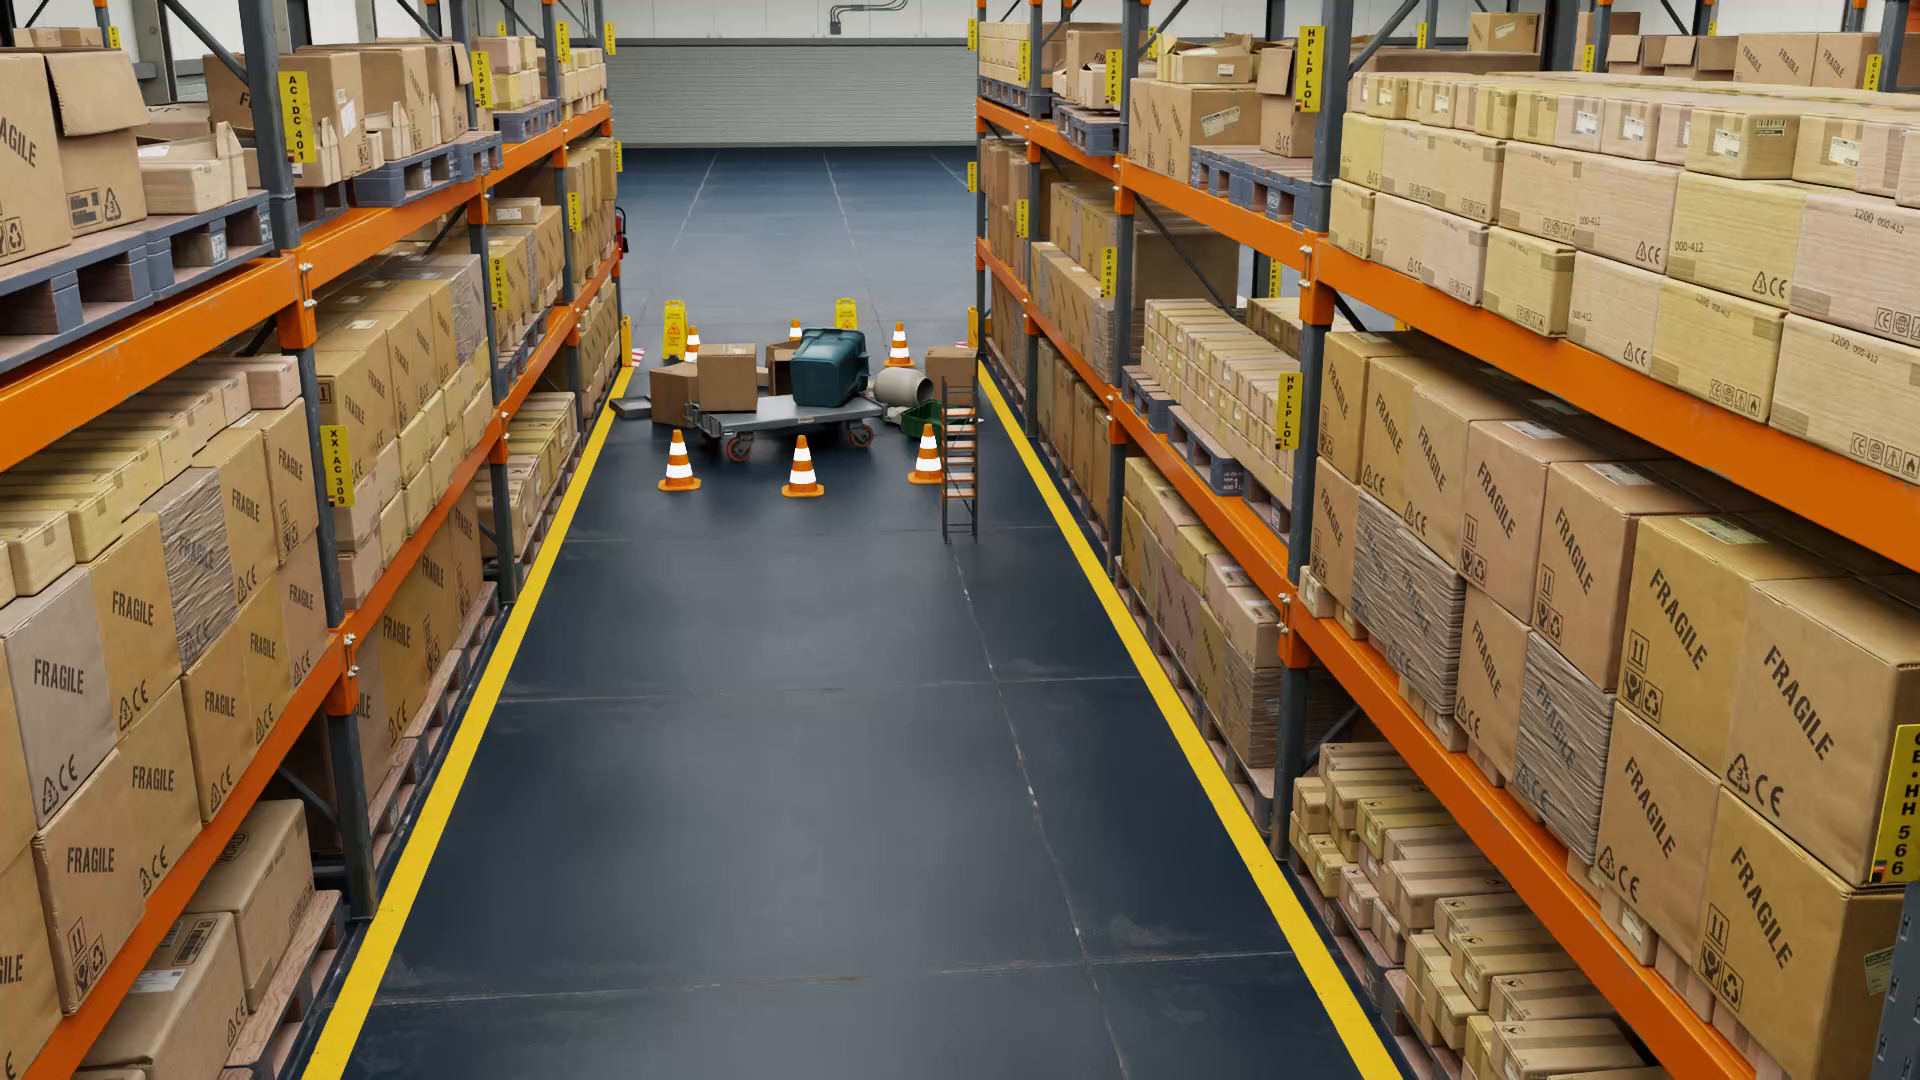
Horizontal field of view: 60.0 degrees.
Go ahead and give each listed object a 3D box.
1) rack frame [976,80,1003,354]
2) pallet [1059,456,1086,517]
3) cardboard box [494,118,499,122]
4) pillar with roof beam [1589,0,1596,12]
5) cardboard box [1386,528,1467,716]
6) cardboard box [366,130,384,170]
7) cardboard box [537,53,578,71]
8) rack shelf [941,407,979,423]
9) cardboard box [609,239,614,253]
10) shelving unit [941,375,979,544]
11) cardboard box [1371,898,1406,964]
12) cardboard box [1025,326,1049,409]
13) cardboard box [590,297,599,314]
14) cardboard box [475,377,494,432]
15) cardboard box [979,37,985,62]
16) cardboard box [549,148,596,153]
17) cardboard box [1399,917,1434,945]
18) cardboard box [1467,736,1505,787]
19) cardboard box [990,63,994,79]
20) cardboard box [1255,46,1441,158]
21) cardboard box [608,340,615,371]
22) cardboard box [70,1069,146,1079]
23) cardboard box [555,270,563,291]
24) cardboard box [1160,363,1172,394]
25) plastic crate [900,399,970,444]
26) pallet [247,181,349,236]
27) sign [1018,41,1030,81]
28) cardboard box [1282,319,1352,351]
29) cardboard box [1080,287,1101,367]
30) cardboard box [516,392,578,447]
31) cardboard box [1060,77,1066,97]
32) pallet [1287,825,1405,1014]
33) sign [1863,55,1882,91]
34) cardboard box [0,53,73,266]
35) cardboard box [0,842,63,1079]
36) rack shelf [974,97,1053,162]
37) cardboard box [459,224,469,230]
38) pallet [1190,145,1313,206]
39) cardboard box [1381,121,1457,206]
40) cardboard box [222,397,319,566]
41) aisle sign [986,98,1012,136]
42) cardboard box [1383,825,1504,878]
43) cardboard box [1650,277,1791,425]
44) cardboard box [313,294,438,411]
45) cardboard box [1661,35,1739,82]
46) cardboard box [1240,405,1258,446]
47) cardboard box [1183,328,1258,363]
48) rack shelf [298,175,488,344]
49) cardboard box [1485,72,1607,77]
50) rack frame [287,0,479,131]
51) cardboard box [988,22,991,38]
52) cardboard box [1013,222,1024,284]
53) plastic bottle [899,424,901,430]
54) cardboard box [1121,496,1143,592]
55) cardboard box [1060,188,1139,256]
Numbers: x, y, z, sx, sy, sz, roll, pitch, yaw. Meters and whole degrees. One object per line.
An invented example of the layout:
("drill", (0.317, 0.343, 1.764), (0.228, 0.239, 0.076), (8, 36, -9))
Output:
("rack frame", (0.688, -3.578, 18.566), (1.000, 3.000, 0.127), (-2, 18, -6))
("pallet", (1.384, -0.464, 13.302), (1.003, 0.211, 1.213), (-2, 18, -6))
("cardboard box", (-4.087, -3.677, 14.293), (0.380, 0.149, 0.250), (-2, 17, -5))
("pillar with roof beam", (13.969, -15.646, 46.989), (9.100, 9.000, 0.400), (-2, 18, -6))
("cardboard box", (1.800, 0.261, 5.673), (0.500, 0.500, 0.500), (-2, 18, -7))
("cardboard box", (-2.770, -1.728, 7.353), (0.380, 0.166, 0.250), (-3, 18, -9))
("cardboard box", (-3.595, -4.233, 14.734), (0.380, 0.149, 0.250), (-2, 18, -6))
("rack shelf", (-0.002, -0.878, 11.917), (0.258, 0.103, 0.180), (-2, 18, -6))
("cardboard box", (-3.838, -3.098, 17.457), (0.380, 0.149, 0.250), (-2, 18, -6))
("shelving unit", (-0.002, -0.577, 12.011), (0.258, 1.200, 0.189), (-2, 18, -6))
("cardboard box", (1.824, 1.501, 6.446), (0.380, 0.149, 0.250), (-2, 18, -7))
("cardboard box", (1.105, -1.762, 15.629), (0.875, 0.875, 0.875), (-2, 17, -5))
("cardboard box", (-3.644, -2.215, 15.780), (0.380, 0.149, 0.250), (-1, 17, -2))
("cardboard box", (-3.090, -0.797, 9.959), (0.500, 0.250, 0.500), (-2, 18, -8))
("cardboard box", (0.482, -5.176, 17.534), (0.500, 0.250, 0.500), (-2, 18, -6))
("cardboard box", (-3.843, -3.463, 15.868), (0.700, 0.500, 0.500), (-2, 18, -6))
("cardboard box", (1.851, 1.440, 6.143), (0.380, 0.149, 0.250), (-1, 17, -3))
("cardboard box", (1.887, 0.681, 5.420), (0.380, 0.149, 0.250), (-1, 17, -4))
("cardboard box", (0.509, -4.724, 16.761), (0.380, 0.149, 0.250), (-2, 18, -5))
("cardboard box", (1.897, -2.148, 8.129), (0.797, 0.503, 0.637), (-2, 18, -6))
("cardboard box", (-3.829, -1.896, 17.099), (0.500, 0.250, 0.500), (-2, 18, -5))
("cardboard box", (-2.846, 1.928, 4.604), (0.875, 0.438, 0.875), (-1, 17, -4))
("cardboard box", (-3.485, -2.139, 13.701), (0.380, 0.149, 0.250), (-2, 17, -5))
("cardboard box", (1.414, -0.975, 9.994), (0.380, 0.149, 0.250), (-1, 17, -3))
("plastic crate", (-0.221, -1.083, 15.219), (0.450, 0.188, 0.662), (18, 23, 19))
("pallet", (-3.131, -1.431, 7.040), (0.805, 0.209, 1.217), (-2, 18, -8))
("sign", (0.548, -4.084, 14.175), (0.100, 0.325, 0.005), (-2, 18, -6))
("cardboard box", (2.101, -1.195, 9.699), (0.380, 0.149, 0.250), (-1, 17, -4))
("cardboard box", (1.149, -1.517, 11.833), (0.500, 0.500, 0.500), (-2, 18, -6))
("cardboard box", (-3.756, -0.994, 14.020), (0.950, 0.372, 0.625), (-2, 17, -5))
("cardboard box", (0.986, -3.520, 12.925), (0.380, 0.149, 0.250), (-2, 18, -6))
("pallet", (2.030, 1.527, 6.962), (1.003, 0.211, 1.213), (-2, 18, -6))
("sign", (5.917, -2.979, 10.788), (0.100, 0.325, 0.005), (-2, 18, -6))
("cardboard box", (-2.634, -0.960, 4.185), (0.500, 0.500, 0.500), (-1, 17, -5))
("cardboard box", (-2.419, 1.023, 3.745), (0.500, 0.500, 0.500), (-2, 18, -6))
("rack shelf", (0.894, -4.070, 16.326), (1.077, 0.370, 4.000), (-2, 18, -6))
("cardboard box", (-3.960, -2.148, 12.646), (0.500, 0.500, 0.500), (-2, 18, -6))
("pallet", (1.858, -1.840, 8.337), (1.213, 0.211, 1.003), (-2, 18, -6))
("cardboard box", (1.783, -1.301, 5.722), (0.500, 0.250, 0.500), (-2, 18, -6))
("cardboard box", (-2.665, -0.212, 6.010), (0.500, 0.500, 0.500), (-2, 18, -6))
("aisle sign", (0.382, -4.830, 18.214), (0.394, 0.787, 0.004), (-2, 18, -6))
("cardboard box", (1.849, 1.217, 6.358), (0.380, 0.149, 0.250), (-2, 18, -7))
("cardboard box", (1.968, -0.450, 3.844), (0.500, 0.250, 0.500), (-2, 18, -6))
("cardboard box", (-2.936, -0.938, 8.322), (0.500, 0.500, 0.500), (-2, 18, -7))
("cardboard box", (6.092, -3.766, 13.285), (0.797, 0.503, 0.637), (-1, 17, -3))
("cardboard box", (1.604, -0.571, 8.211), (0.380, 0.149, 0.250), (-2, 18, -7))
("cardboard box", (1.476, -1.102, 9.406), (0.380, 0.149, 0.250), (-1, 17, -3))
("rack shelf", (-3.194, -1.503, 8.151), (1.077, 0.370, 4.000), (-2, 18, -6))
("cardboard box", (2.230, -1.706, 6.347), (0.380, 0.149, 0.250), (-3, 18, -8))
("rack frame", (-3.400, -3.874, 9.492), (1.000, 3.000, 0.127), (-2, 18, -6))
("cardboard box", (0.482, -5.182, 16.888), (0.380, 0.149, 0.250), (-2, 17, -5))
("cardboard box", (0.971, -2.730, 15.616), (0.875, 0.550, 0.550), (-2, 18, -6))
("plastic bottle", (-0.429, -1.020, 15.324), (0.133, 0.061, 0.283), (-12, 21, -34))
("cardboard box", (1.332, 0.016, 10.589), (0.500, 0.500, 0.500), (-3, 18, -8))
("cardboard box", (1.212, -2.610, 13.647), (0.700, 0.500, 0.500), (-2, 18, -7))
